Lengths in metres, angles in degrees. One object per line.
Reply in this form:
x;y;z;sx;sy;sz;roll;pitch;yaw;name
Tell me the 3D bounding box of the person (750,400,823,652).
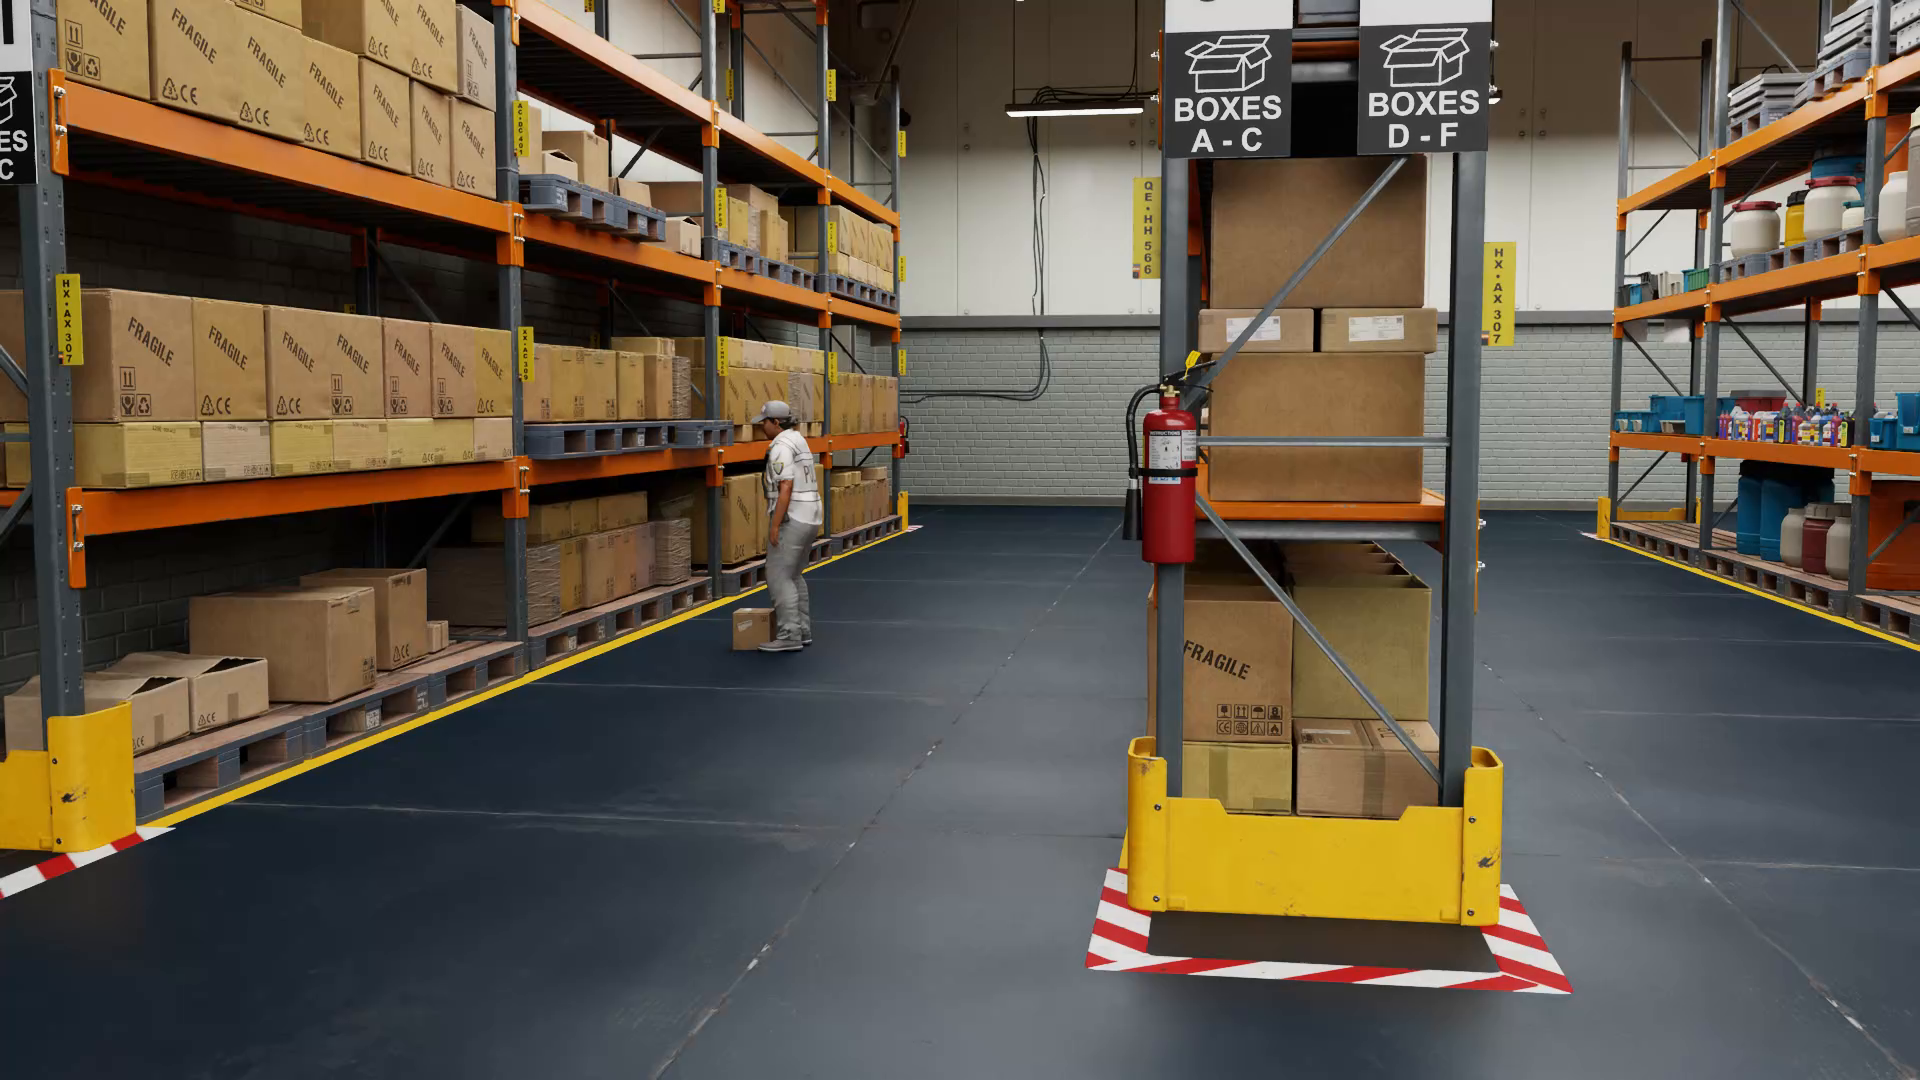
-1.165;-0.102;11.137;0.468;1.666;0.537;1;5;9;person
